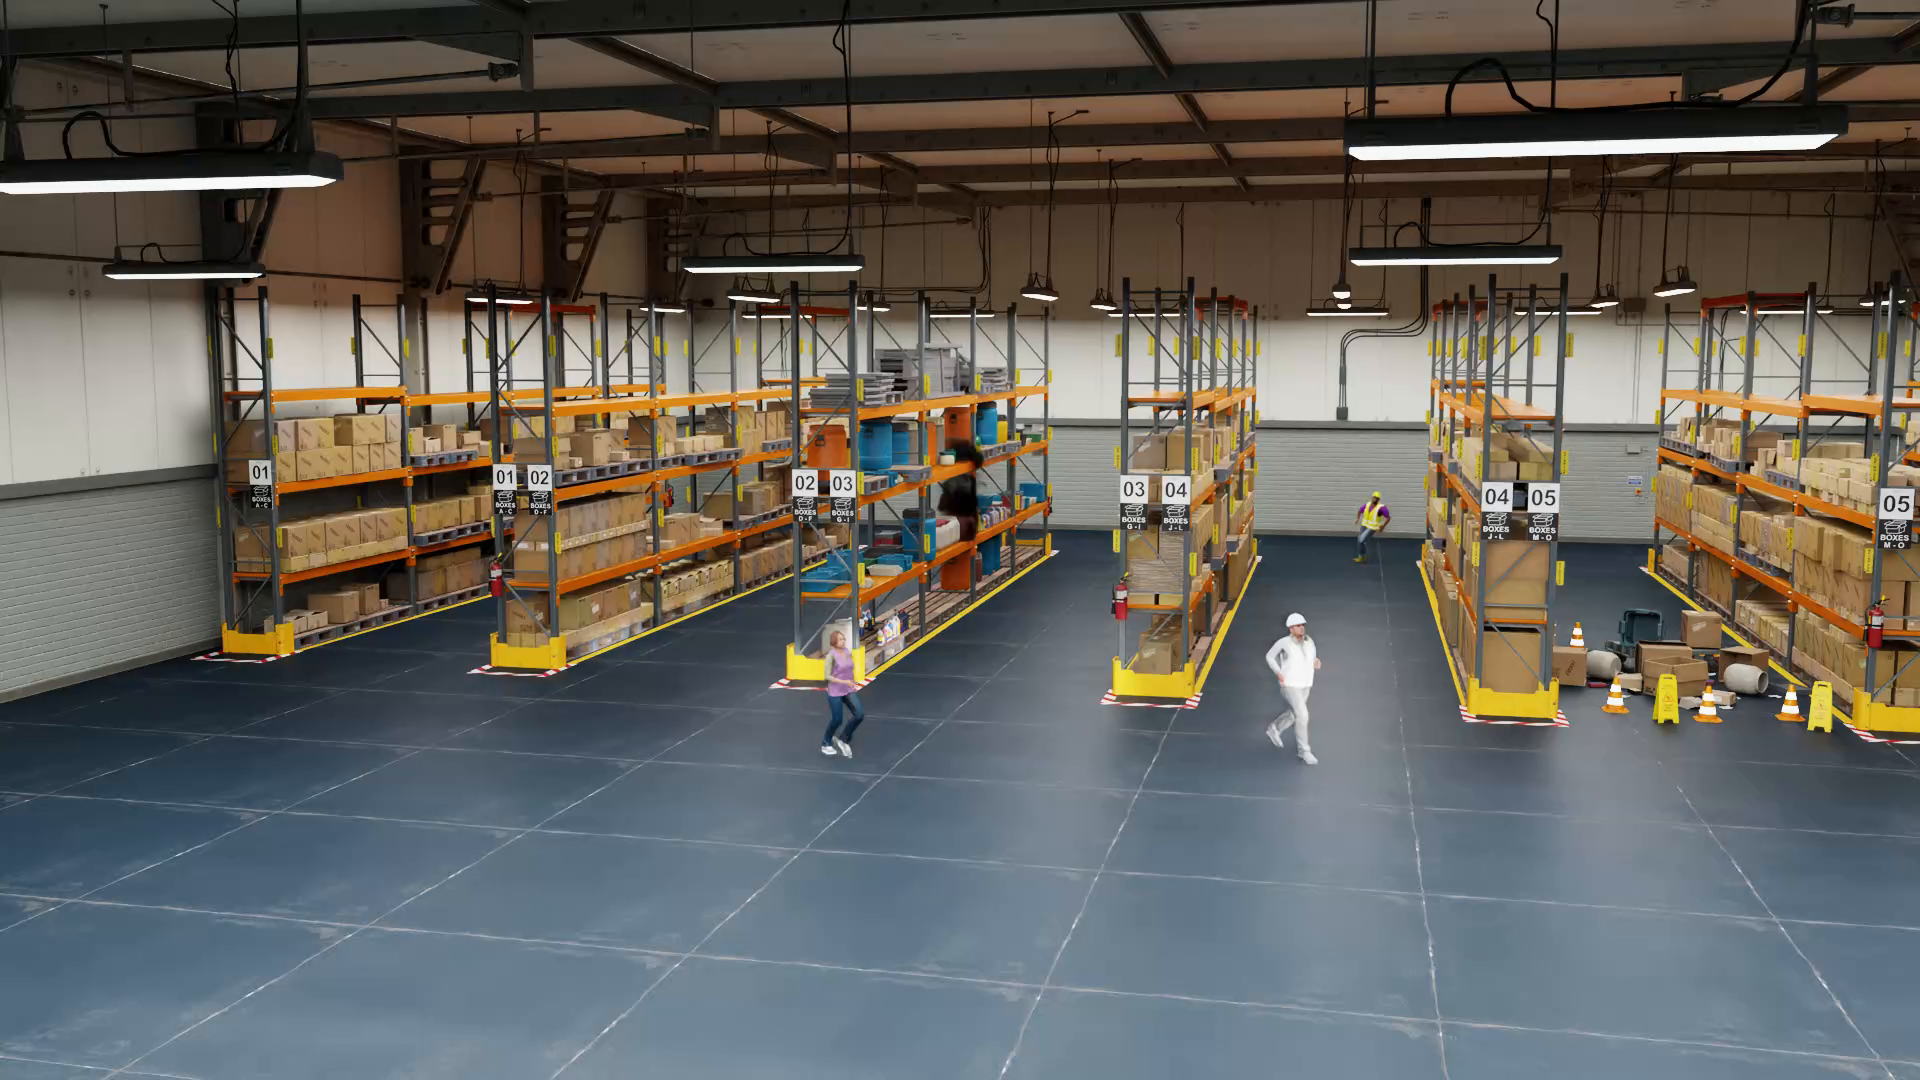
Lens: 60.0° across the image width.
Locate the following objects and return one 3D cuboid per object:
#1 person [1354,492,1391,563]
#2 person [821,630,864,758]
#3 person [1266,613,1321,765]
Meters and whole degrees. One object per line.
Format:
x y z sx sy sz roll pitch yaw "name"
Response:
9.559 -0.295 38.922 0.683 1.693 0.788 -4 7 -28 "person"
-1.454 1.886 20.361 0.629 1.578 0.545 6 9 43 "person"
4.114 1.782 20.409 0.640 1.794 0.896 -4 8 -34 "person"
